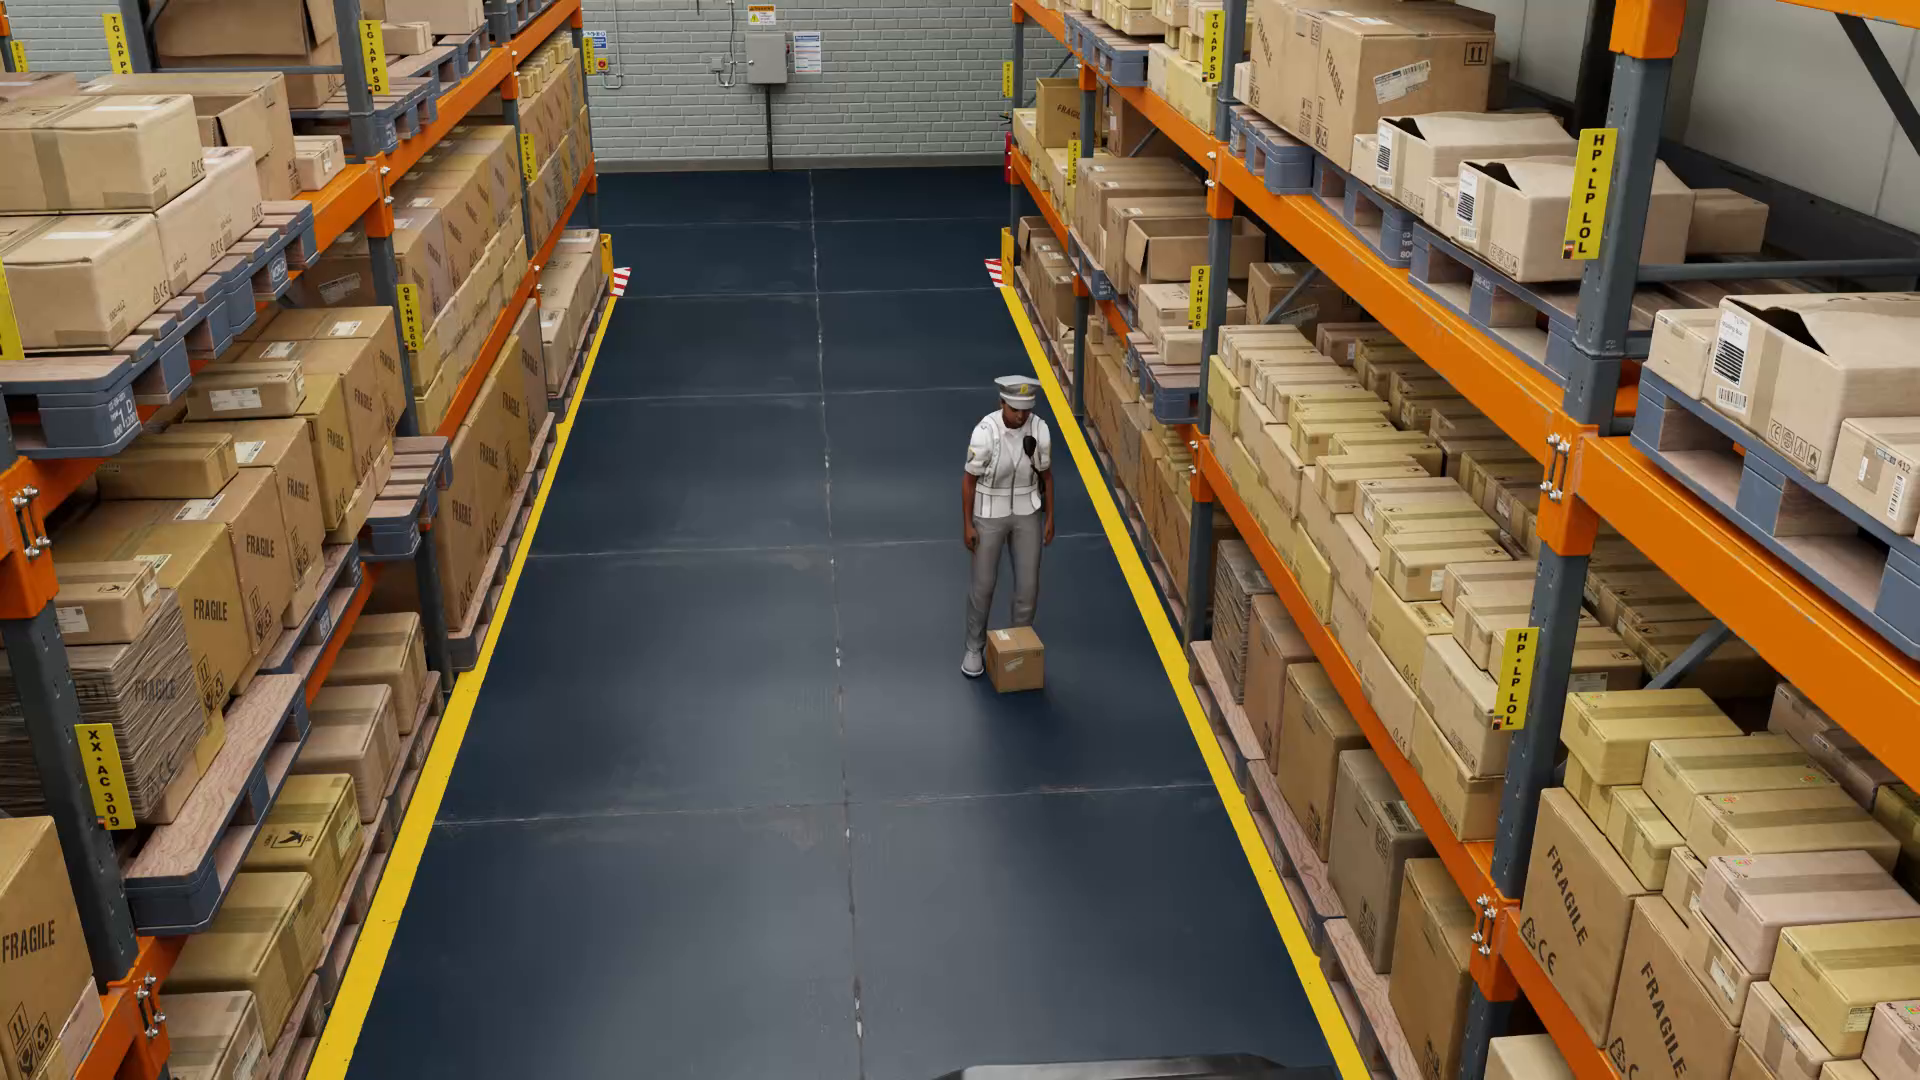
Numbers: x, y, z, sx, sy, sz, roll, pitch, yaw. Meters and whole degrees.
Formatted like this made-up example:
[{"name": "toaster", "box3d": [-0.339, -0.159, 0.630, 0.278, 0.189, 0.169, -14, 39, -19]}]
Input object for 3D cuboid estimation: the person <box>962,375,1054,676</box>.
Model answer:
[{"name": "person", "box3d": [0.251, -0.090, 8.805, 0.521, 1.659, 0.417, -5, 24, -11]}]
